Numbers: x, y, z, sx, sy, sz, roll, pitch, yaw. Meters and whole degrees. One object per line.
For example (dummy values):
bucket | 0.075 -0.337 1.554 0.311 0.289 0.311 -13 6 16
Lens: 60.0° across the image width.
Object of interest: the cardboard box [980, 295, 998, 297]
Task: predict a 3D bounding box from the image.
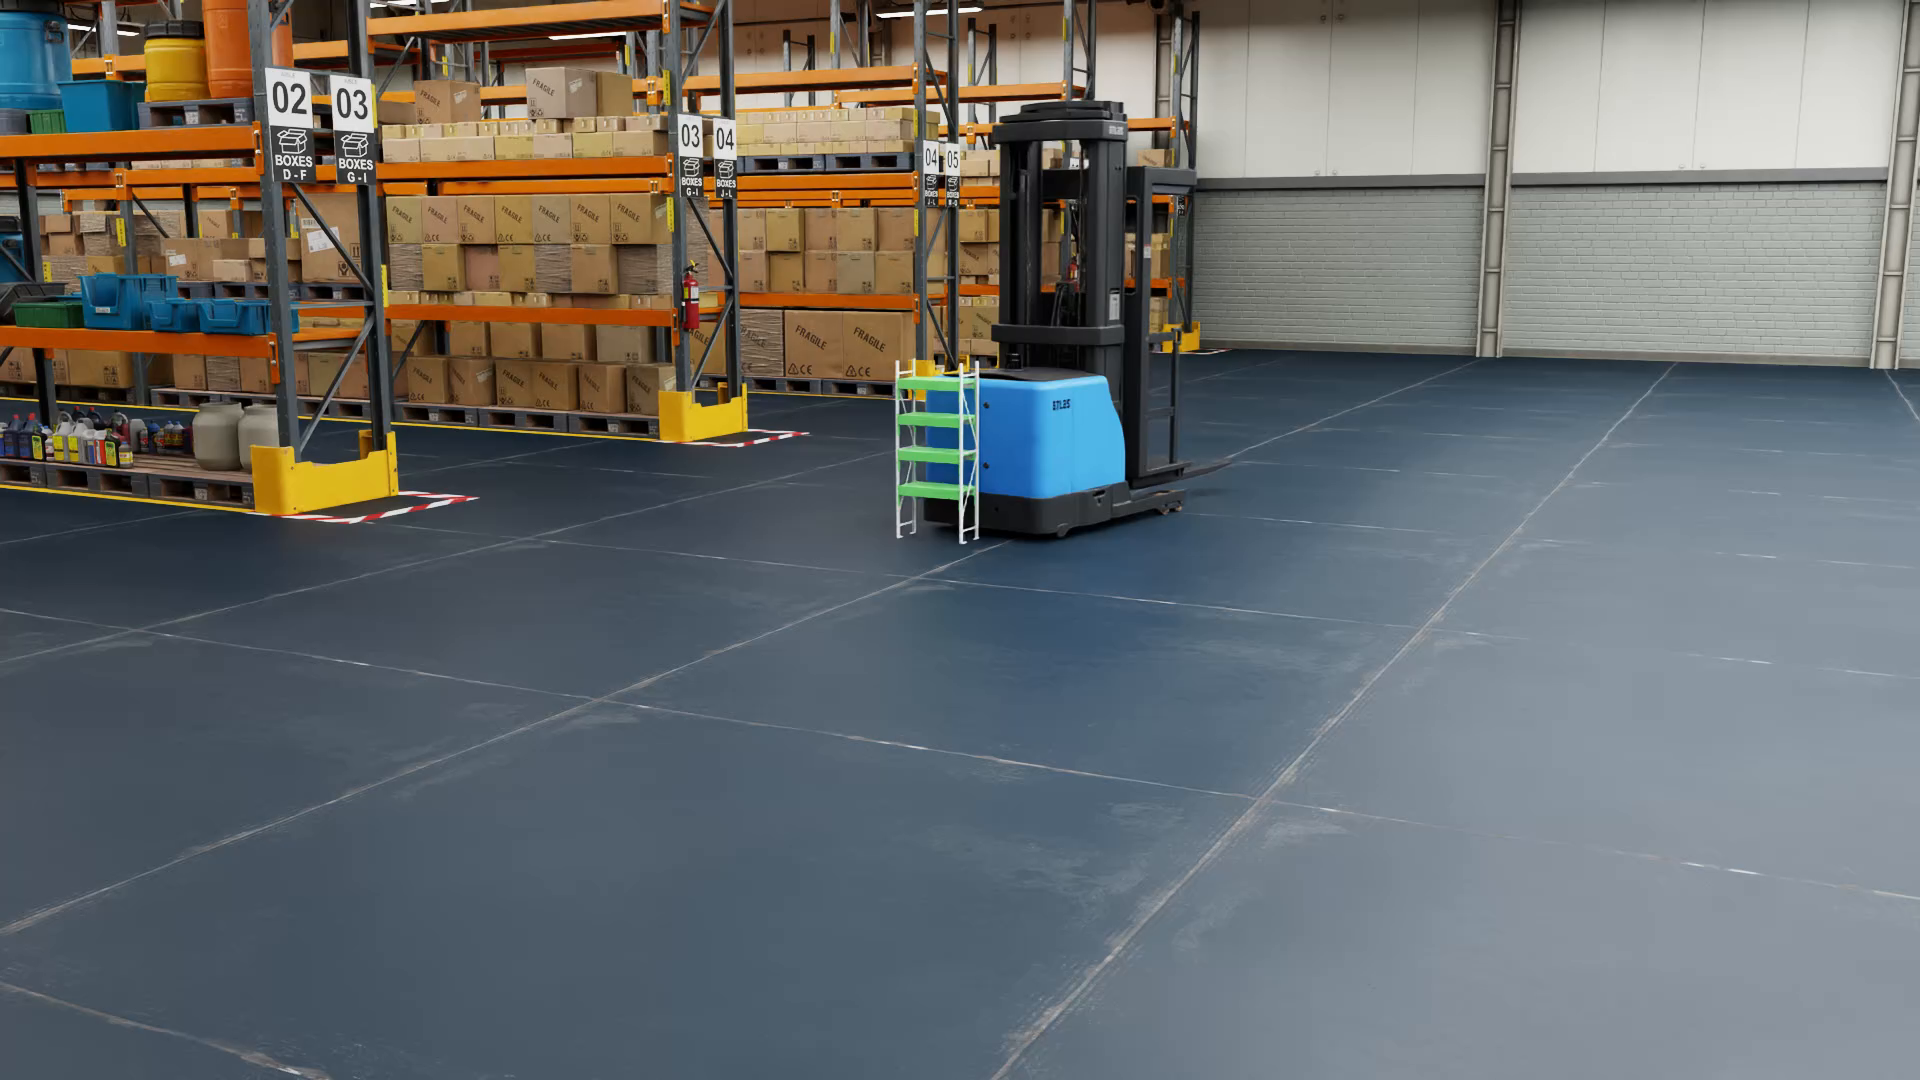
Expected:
cardboard box | 0.712 -4.502 31.414 0.500 0.250 0.500 5 11 25

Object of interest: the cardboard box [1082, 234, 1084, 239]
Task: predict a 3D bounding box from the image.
cardboard box | 2.400 -5.523 30.386 0.250 0.149 0.380 5 12 27

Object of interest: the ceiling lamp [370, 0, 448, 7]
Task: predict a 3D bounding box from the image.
ceiling lamp | -9.169 -10.491 27.540 2.000 3.185 0.800 5 11 26

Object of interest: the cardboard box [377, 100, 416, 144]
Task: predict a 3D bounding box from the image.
cardboard box | -6.539 -4.655 18.635 0.637 0.503 0.797 4 11 23

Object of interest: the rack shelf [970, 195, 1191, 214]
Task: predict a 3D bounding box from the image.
rack shelf | 2.210 -6.209 30.709 4.000 0.370 1.077 5 11 26

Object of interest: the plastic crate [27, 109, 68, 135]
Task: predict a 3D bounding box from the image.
plastic crate | -7.058 -3.281 13.110 0.450 0.188 0.336 5 11 26

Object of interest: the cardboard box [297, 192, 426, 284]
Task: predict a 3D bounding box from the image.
cardboard box | -6.812 -3.455 19.035 1.000 1.000 1.000 5 11 26

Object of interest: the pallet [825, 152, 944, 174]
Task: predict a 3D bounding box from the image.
pallet | -0.959 -4.827 21.302 1.213 0.211 1.003 5 11 26

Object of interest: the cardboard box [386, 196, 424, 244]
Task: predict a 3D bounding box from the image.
cardboard box | -5.870 -3.480 18.112 0.500 0.500 0.500 5 11 26

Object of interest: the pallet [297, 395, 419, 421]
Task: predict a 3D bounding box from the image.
pallet | -6.860 -1.557 19.242 1.213 0.211 1.003 5 11 26

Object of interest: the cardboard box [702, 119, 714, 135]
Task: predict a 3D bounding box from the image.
cardboard box | -2.719 -4.210 16.950 0.250 0.149 0.380 5 11 25

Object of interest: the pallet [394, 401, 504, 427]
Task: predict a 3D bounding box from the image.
pallet | -5.543 -1.449 18.644 1.213 0.211 1.003 5 11 26

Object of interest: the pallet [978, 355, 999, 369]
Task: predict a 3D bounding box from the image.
pallet | 1.030 -2.839 26.326 1.213 0.211 1.003 5 11 26

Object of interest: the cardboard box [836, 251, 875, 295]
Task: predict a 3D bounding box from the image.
cardboard box | -1.144 -3.473 21.576 0.550 0.550 0.875 5 11 26

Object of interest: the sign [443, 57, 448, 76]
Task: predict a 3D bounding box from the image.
sign | -9.218 -8.484 29.774 0.005 0.325 0.100 5 11 26

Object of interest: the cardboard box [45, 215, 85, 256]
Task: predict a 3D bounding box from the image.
cardboard box | -10.980 -3.838 20.919 0.637 0.503 0.797 5 12 27

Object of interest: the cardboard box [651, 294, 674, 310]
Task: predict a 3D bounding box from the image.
cardboard box | -2.921 -2.419 16.879 0.250 0.149 0.380 5 11 26

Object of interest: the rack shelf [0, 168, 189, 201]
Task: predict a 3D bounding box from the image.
rack shelf | -11.542 -4.463 21.066 4.000 0.370 1.077 5 11 26

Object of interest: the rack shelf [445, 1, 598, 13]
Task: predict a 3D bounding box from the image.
rack shelf | -7.157 -9.157 29.248 4.000 0.370 1.077 5 11 26

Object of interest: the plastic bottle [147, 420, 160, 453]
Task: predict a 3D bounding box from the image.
plastic bottle | -6.832 -0.880 14.093 0.097 0.271 0.097 0 10 0

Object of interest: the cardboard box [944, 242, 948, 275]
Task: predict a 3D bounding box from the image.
cardboard box | -0.138 -4.453 26.298 0.500 0.500 0.500 5 11 26

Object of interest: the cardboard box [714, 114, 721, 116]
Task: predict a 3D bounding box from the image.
cardboard box | -3.016 -5.510 21.838 0.250 0.149 0.380 5 11 25

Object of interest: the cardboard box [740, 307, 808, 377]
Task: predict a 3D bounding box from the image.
cardboard box | -2.533 -2.683 22.416 0.875 0.875 0.875 5 11 26

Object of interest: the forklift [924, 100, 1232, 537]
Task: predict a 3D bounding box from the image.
forklift | 1.031 -1.673 12.244 1.130 2.935 3.031 8 13 36

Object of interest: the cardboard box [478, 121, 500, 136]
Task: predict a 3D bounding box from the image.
cardboard box | -4.820 -4.295 17.419 0.250 0.149 0.380 5 11 25

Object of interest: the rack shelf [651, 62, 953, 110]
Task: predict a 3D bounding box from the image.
rack shelf | -2.082 -5.896 21.684 4.000 0.370 1.077 5 11 26

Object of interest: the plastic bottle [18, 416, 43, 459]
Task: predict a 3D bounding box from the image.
plastic bottle | -7.643 -0.846 13.683 0.185 0.351 0.144 4 11 23

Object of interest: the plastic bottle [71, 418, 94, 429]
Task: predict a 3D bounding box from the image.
plastic bottle | -7.519 -0.908 14.238 0.135 0.276 0.152 5 11 26

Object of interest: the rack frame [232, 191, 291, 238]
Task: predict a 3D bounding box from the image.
rack frame | -11.050 -4.283 26.473 0.127 3.000 1.000 5 11 26

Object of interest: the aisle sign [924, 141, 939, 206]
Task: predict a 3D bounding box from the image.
aisle sign | -0.358 -4.563 20.721 0.004 0.787 0.394 5 11 26

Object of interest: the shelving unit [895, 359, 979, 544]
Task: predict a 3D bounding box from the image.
shelving unit | -0.154 -0.602 11.186 0.503 1.200 0.258 6 12 28

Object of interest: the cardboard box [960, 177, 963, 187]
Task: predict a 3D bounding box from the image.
cardboard box | -0.030 -5.586 25.953 0.250 0.149 0.380 5 11 25

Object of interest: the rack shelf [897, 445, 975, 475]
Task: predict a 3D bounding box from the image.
rack shelf | -0.154 -0.539 11.197 0.480 0.148 0.258 6 12 28

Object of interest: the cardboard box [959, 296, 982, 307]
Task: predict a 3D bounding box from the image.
cardboard box | 0.158 -3.759 26.191 0.250 0.149 0.380 6 12 28

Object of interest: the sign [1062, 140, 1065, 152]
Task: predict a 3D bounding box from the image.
sign | 1.547 -5.961 24.833 0.005 0.325 0.100 5 11 26

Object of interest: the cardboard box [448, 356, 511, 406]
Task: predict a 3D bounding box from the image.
cardboard box | -5.303 -1.763 18.390 0.500 0.500 0.500 10 14 44

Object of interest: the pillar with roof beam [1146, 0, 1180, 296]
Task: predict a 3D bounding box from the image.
pillar with roof beam | 1.873 -7.392 26.807 0.548 9.000 9.100 5 11 26

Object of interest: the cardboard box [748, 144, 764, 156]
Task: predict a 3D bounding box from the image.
cardboard box | -2.557 -5.078 21.687 0.250 0.149 0.380 5 11 26

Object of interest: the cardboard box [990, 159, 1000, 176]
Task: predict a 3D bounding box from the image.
cardboard box | 0.788 -5.724 25.597 0.500 0.250 0.500 5 11 25

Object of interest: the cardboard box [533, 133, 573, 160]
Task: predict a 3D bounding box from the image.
cardboard box | -4.024 -4.033 17.092 0.500 0.250 0.500 5 12 27

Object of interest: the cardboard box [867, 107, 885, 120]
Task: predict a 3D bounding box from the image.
cardboard box | -0.964 -5.330 20.843 0.250 0.149 0.380 5 11 26

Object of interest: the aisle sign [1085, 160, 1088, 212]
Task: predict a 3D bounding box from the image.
aisle sign | 2.004 -5.460 25.675 0.004 0.787 0.394 5 11 26

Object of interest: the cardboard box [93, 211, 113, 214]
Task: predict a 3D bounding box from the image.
cardboard box | -13.897 -5.169 27.446 0.500 0.500 0.500 5 12 27

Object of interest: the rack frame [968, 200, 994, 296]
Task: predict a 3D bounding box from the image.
rack frame | 0.417 -5.244 31.783 0.127 3.000 1.000 5 11 26

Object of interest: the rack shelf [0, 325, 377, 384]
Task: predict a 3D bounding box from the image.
rack shelf | -6.559 -1.566 13.479 4.000 0.370 1.077 5 11 26

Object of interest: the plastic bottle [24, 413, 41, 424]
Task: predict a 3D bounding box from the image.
plastic bottle | -7.749 -0.884 13.892 0.185 0.351 0.144 5 11 26

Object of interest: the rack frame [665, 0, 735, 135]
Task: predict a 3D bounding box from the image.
rack frame | -2.574 -5.505 16.381 0.127 3.000 1.000 5 11 26

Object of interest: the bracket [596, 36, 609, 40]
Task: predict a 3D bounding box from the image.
bracket | -7.513 -10.773 35.378 0.430 0.232 0.235 5 11 26

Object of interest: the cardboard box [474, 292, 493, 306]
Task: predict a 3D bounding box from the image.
cardboard box | -4.970 -2.585 17.797 0.250 0.149 0.380 5 11 26
